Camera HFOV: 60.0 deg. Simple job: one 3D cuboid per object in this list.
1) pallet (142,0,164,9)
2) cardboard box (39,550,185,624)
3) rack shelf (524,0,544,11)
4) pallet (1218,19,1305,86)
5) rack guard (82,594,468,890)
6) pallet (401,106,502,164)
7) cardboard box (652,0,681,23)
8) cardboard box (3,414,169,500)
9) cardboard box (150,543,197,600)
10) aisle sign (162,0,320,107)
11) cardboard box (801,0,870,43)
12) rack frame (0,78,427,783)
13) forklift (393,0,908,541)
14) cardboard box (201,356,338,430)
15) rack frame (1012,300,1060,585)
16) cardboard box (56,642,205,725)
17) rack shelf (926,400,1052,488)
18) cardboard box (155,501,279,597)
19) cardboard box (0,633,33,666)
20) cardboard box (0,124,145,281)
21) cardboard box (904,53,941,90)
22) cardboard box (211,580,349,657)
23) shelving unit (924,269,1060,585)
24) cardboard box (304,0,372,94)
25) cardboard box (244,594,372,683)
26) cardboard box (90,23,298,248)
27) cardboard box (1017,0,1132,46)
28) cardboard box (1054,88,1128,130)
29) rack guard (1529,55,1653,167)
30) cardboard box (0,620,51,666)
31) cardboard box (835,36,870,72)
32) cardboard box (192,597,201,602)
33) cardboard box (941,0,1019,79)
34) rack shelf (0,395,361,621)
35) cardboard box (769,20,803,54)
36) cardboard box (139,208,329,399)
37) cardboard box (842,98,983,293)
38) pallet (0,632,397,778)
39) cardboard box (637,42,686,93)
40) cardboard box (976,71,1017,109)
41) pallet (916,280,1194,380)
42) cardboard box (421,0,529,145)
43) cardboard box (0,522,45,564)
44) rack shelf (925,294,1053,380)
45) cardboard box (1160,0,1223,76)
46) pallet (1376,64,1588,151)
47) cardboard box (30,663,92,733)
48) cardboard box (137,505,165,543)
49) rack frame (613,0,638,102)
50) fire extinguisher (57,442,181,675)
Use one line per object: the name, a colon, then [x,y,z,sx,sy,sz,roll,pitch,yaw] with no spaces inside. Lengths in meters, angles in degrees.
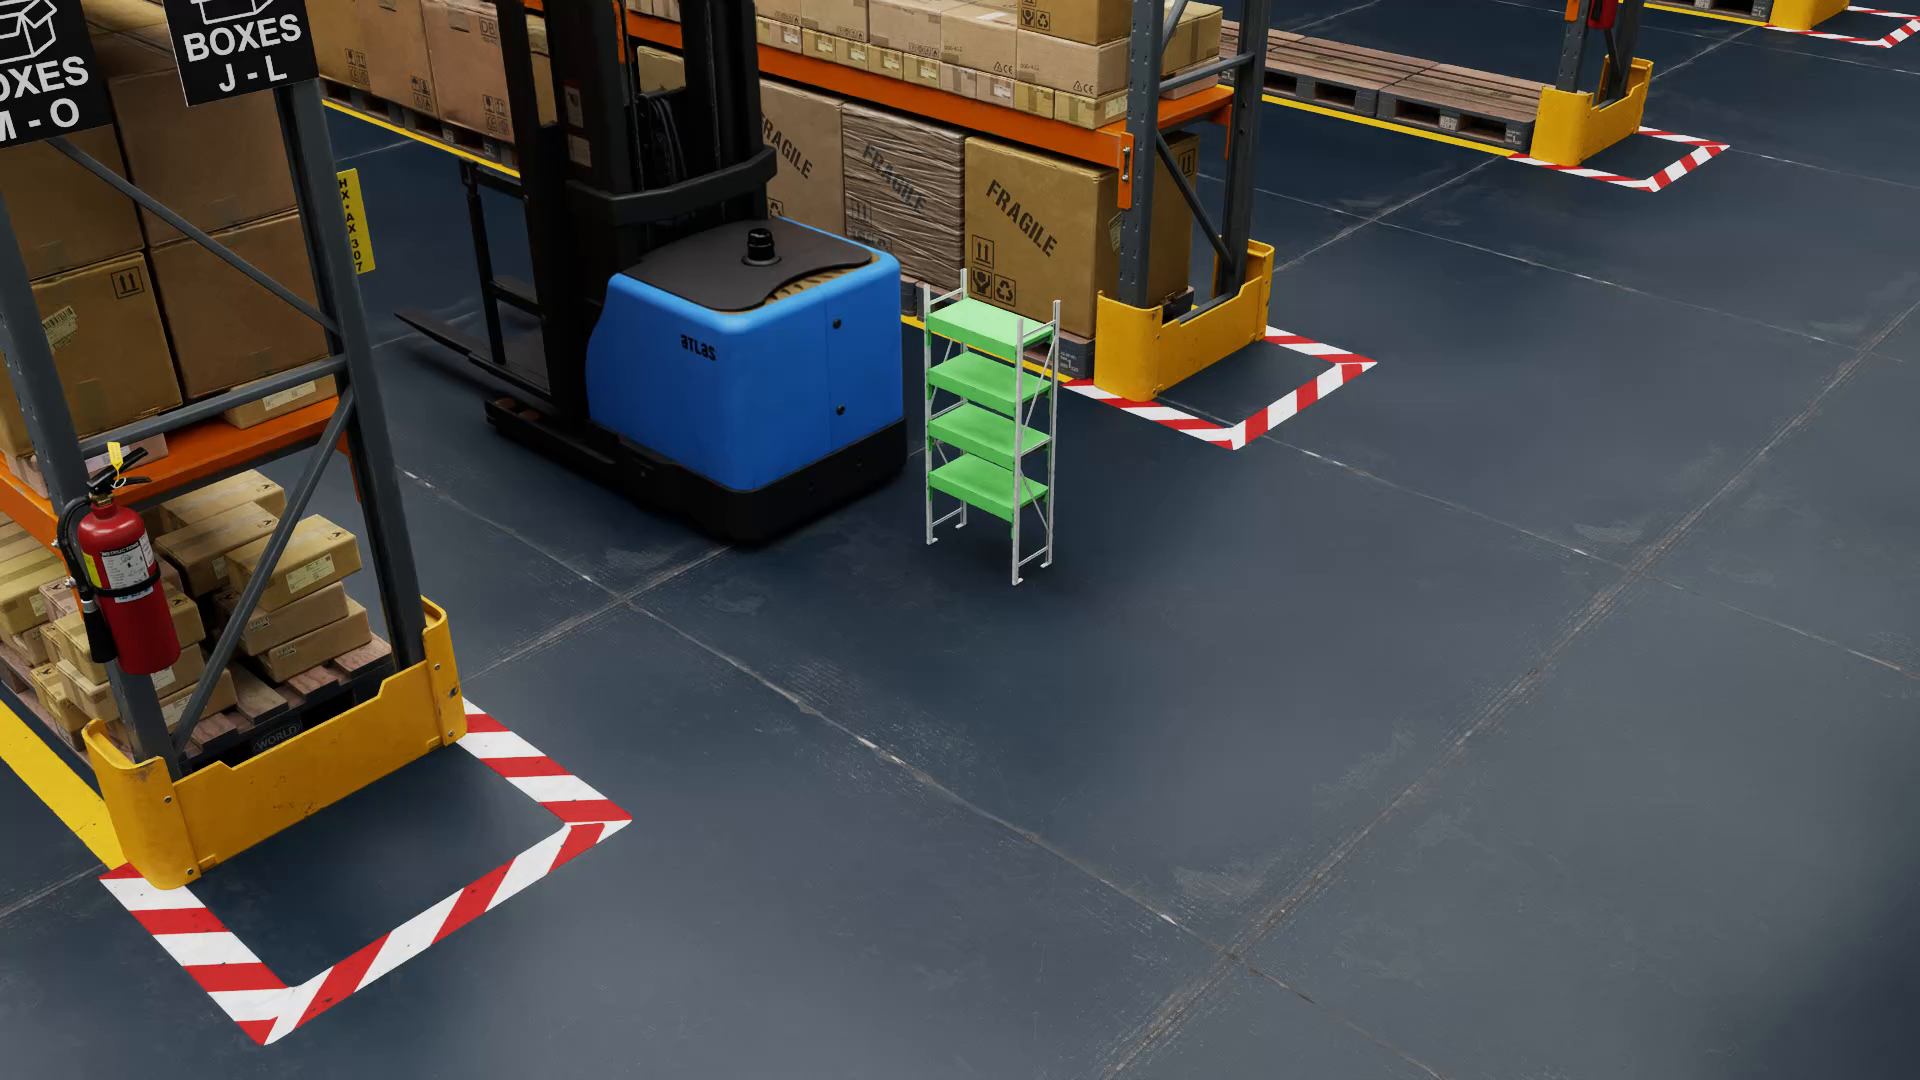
pallet: [-7.155,-4.947,15.263,1.213,0.211,1.003,25,39,35]
cardboard box: [-2.949,0.195,5.798,0.250,0.149,0.380,26,40,36]
rack shelf: [-3.284,-4.026,11.727,4.000,0.370,1.077,25,39,35]
pallet: [2.093,-4.102,13.859,1.213,0.211,1.003,25,39,35]
rack guard: [-2.295,0.648,5.688,0.348,0.500,1.175,25,39,35]
pallet: [-3.333,-3.108,12.208,1.213,0.211,1.003,25,39,35]
cardboard box: [-1.611,-3.214,9.924,0.250,0.149,0.380,24,38,34]
cardboard box: [-2.670,-0.293,5.072,0.250,0.149,0.380,25,39,35]
cardboard box: [-2.861,0.071,6.292,0.250,0.149,0.380,26,39,36]
aisle sign: [-1.984,-1.599,4.478,0.004,0.787,0.394,25,39,35]
cardboard box: [-0.515,-2.918,9.045,0.500,0.250,0.500,25,39,35]
rack frame: [-2.239,-0.396,5.000,0.127,3.000,1.000,25,39,35]
forklift: [-1.674,-1.892,7.551,3.031,2.935,1.130,25,39,35]
cardboard box: [-2.259,-0.526,5.459,0.250,0.149,0.380,25,39,35]
rack frame: [0.304,-0.372,6.705,0.015,1.200,0.240,25,39,35]
cardboard box: [-2.822,0.444,5.672,0.250,0.149,0.380,24,38,34]
rack shelf: [0.123,-0.402,6.878,0.480,0.148,0.258,25,39,35]
cardboard box: [-2.685,0.030,6.072,0.250,0.149,0.380,26,40,36]
cardboard box: [-3.358,0.288,6.221,0.250,0.149,0.380,25,39,36]
cardboard box: [-2.745,-1.058,4.744,0.500,0.500,0.500,24,39,34]
cardboard box: [-0.079,-2.500,8.739,0.250,0.149,0.380,24,39,34]
cardboard box: [-2.455,0.238,6.014,0.250,0.149,0.380,27,40,37]
shelving unit: [0.123,-0.457,6.845,0.503,1.200,0.258,25,39,35]
cardboard box: [-4.270,-4.049,12.721,0.875,0.875,1.225,23,38,33]
cardboard box: [-2.413,0.342,6.131,0.250,0.149,0.380,26,40,36]
cardboard box: [-2.394,-1.252,5.066,0.500,0.500,0.500,25,39,35]
cardboard box: [0.627,-2.710,7.974,0.500,0.500,0.500,26,39,36]
cardboard box: [0.679,-2.148,8.153,0.250,0.149,0.380,26,40,36]
rack guard: [4.514,-3.078,11.877,0.348,0.500,1.175,25,39,35]
cardboard box: [-3.208,0.265,5.970,0.250,0.149,0.380,23,38,33]
cardboard box: [-0.454,-2.677,9.031,0.250,0.149,0.380,26,40,36]
cardboard box: [-2.850,0.199,6.368,0.250,0.149,0.380,26,39,36]
cardboard box: [0.251,-2.563,8.456,0.500,0.250,0.500,24,39,34]
rack shelf: [-3.722,-0.780,6.335,4.000,0.370,1.077,25,39,35]
cardboard box: [-0.844,-2.857,9.330,0.250,0.149,0.380,26,39,36]
cardboard box: [-2.387,-0.827,5.331,0.500,0.500,0.500,27,40,37]
cardboard box: [-0.039,-2.033,9.372,0.875,0.875,0.875,25,39,35]
pallet: [-2.874,0.478,6.252,1.213,0.211,1.003,25,39,35]
cardboard box: [-1.366,-2.653,10.401,0.875,0.875,0.875,25,39,35]
cardboard box: [0.299,-2.325,8.447,0.250,0.149,0.380,25,39,35]
pallet: [0.519,-1.310,9.221,1.213,0.211,1.003,25,39,35]
cardboard box: [-2.953,-3.435,11.700,0.875,0.875,1.225,24,38,34]
cardboard box: [-3.376,0.040,6.055,0.250,0.149,0.380,23,38,33]
rack shelf: [0.123,-0.813,6.631,0.480,0.148,0.258,25,39,35]
cardboard box: [0.989,-2.590,8.502,0.500,0.250,0.500,24,38,34]
pallet: [3.902,-3.257,12.456,1.213,0.211,1.003,25,39,35]
cardboard box: [-3.028,0.493,5.880,0.250,0.149,0.380,26,40,36]
cardboard box: [-3.025,-0.161,6.389,0.250,0.149,0.380,23,38,33]
rack frame: [-1.802,-3.642,10.392,0.127,3.000,1.000,25,39,35]
fire extinguisher: [-2.362,0.060,4.678,0.183,0.674,0.296,25,39,35]
